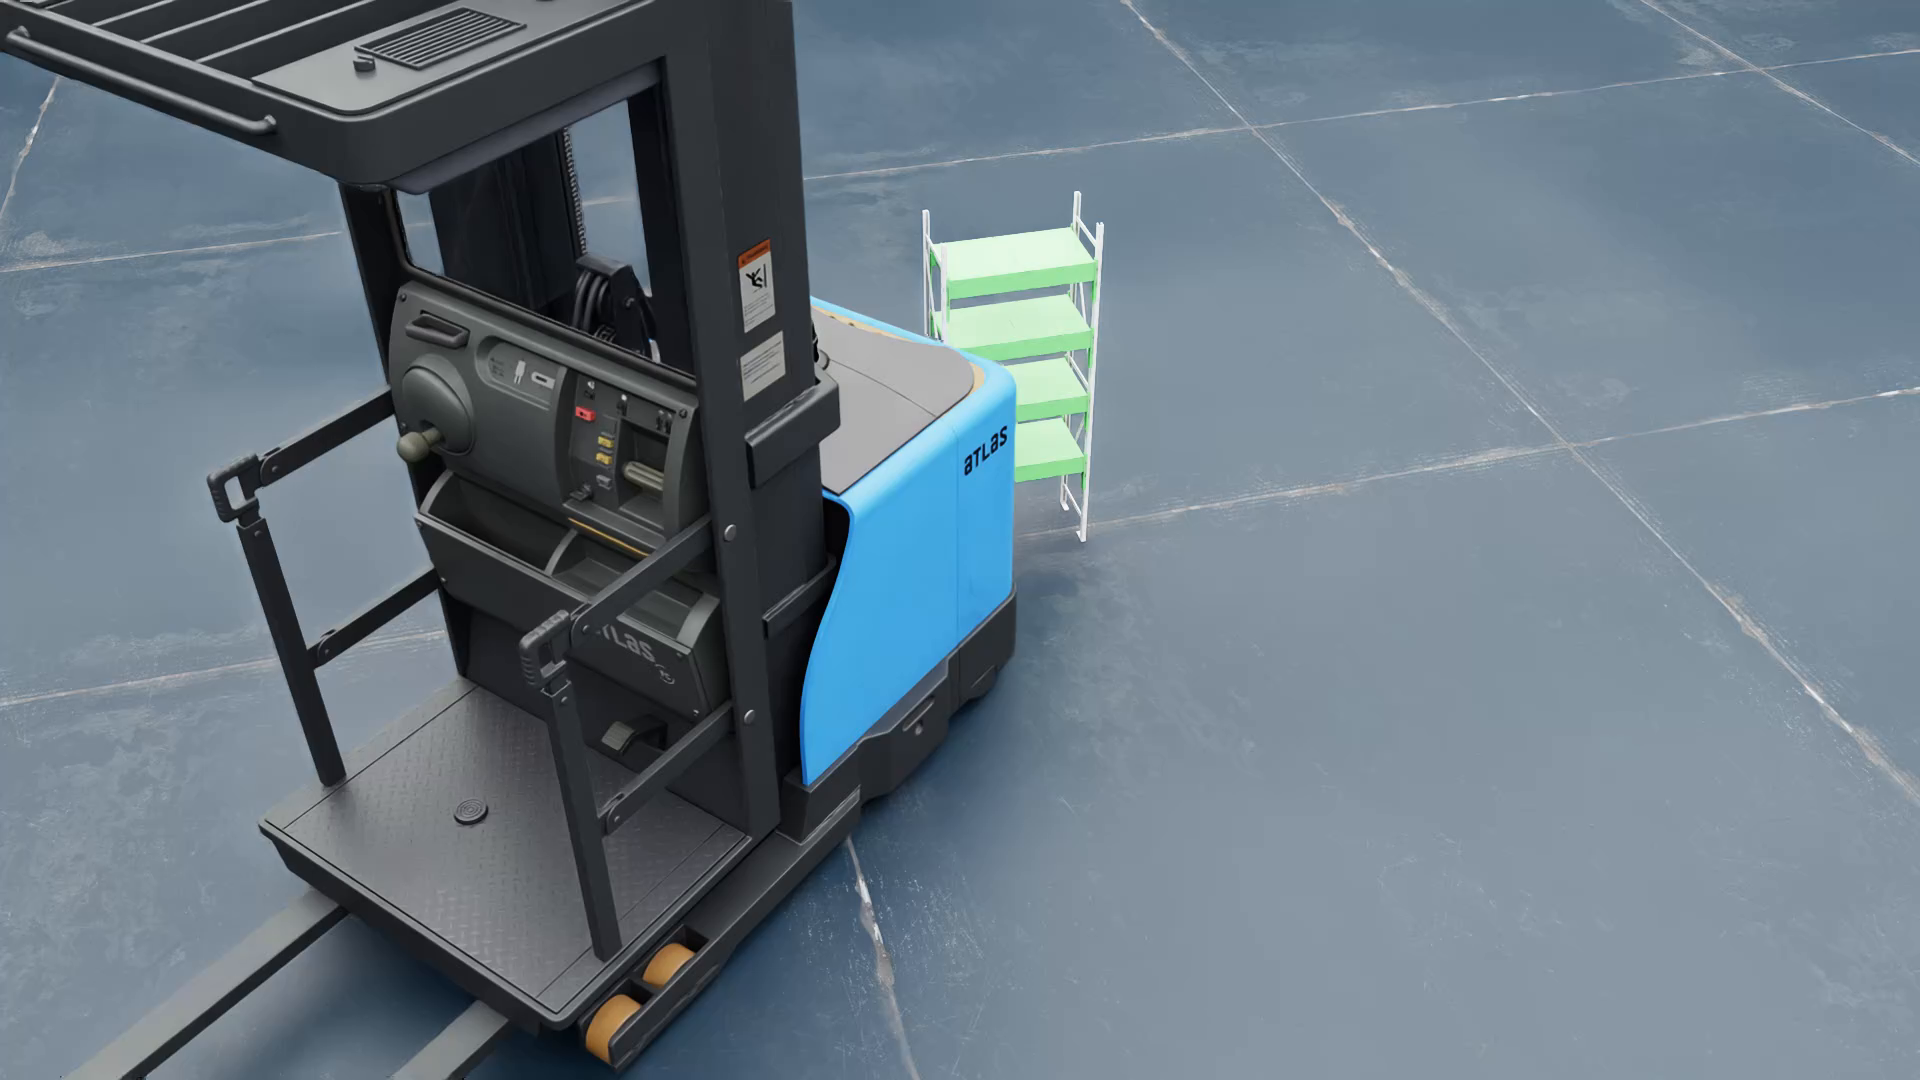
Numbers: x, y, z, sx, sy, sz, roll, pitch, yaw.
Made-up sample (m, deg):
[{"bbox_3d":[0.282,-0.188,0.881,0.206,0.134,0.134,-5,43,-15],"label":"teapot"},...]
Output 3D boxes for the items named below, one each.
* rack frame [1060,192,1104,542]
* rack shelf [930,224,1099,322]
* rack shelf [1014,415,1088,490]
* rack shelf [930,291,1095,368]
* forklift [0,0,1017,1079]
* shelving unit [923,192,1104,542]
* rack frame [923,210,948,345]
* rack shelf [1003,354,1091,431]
[{"bbox_3d":[0.395,-0.541,5.470,0.015,1.200,0.240,-9,38,-12],"label":"rack frame"},{"bbox_3d":[0.160,-0.833,5.167,0.480,0.148,0.258,-9,38,-12],"label":"rack shelf"},{"bbox_3d":[0.160,-0.261,5.604,0.480,0.148,0.258,-9,38,-12],"label":"rack shelf"},{"bbox_3d":[0.160,-0.643,5.313,0.480,0.148,0.258,-9,38,-12],"label":"rack shelf"},{"bbox_3d":[-1.079,-0.216,3.620,1.130,2.935,3.031,23,43,27],"label":"forklift"},{"bbox_3d":[0.160,-0.503,5.420,0.503,1.200,0.258,-9,38,-12],"label":"shelving unit"},{"bbox_3d":[-0.076,-0.464,5.369,0.015,1.200,0.240,-9,38,-12],"label":"rack frame"},{"bbox_3d":[0.160,-0.452,5.459,0.480,0.148,0.258,-9,38,-12],"label":"rack shelf"}]
